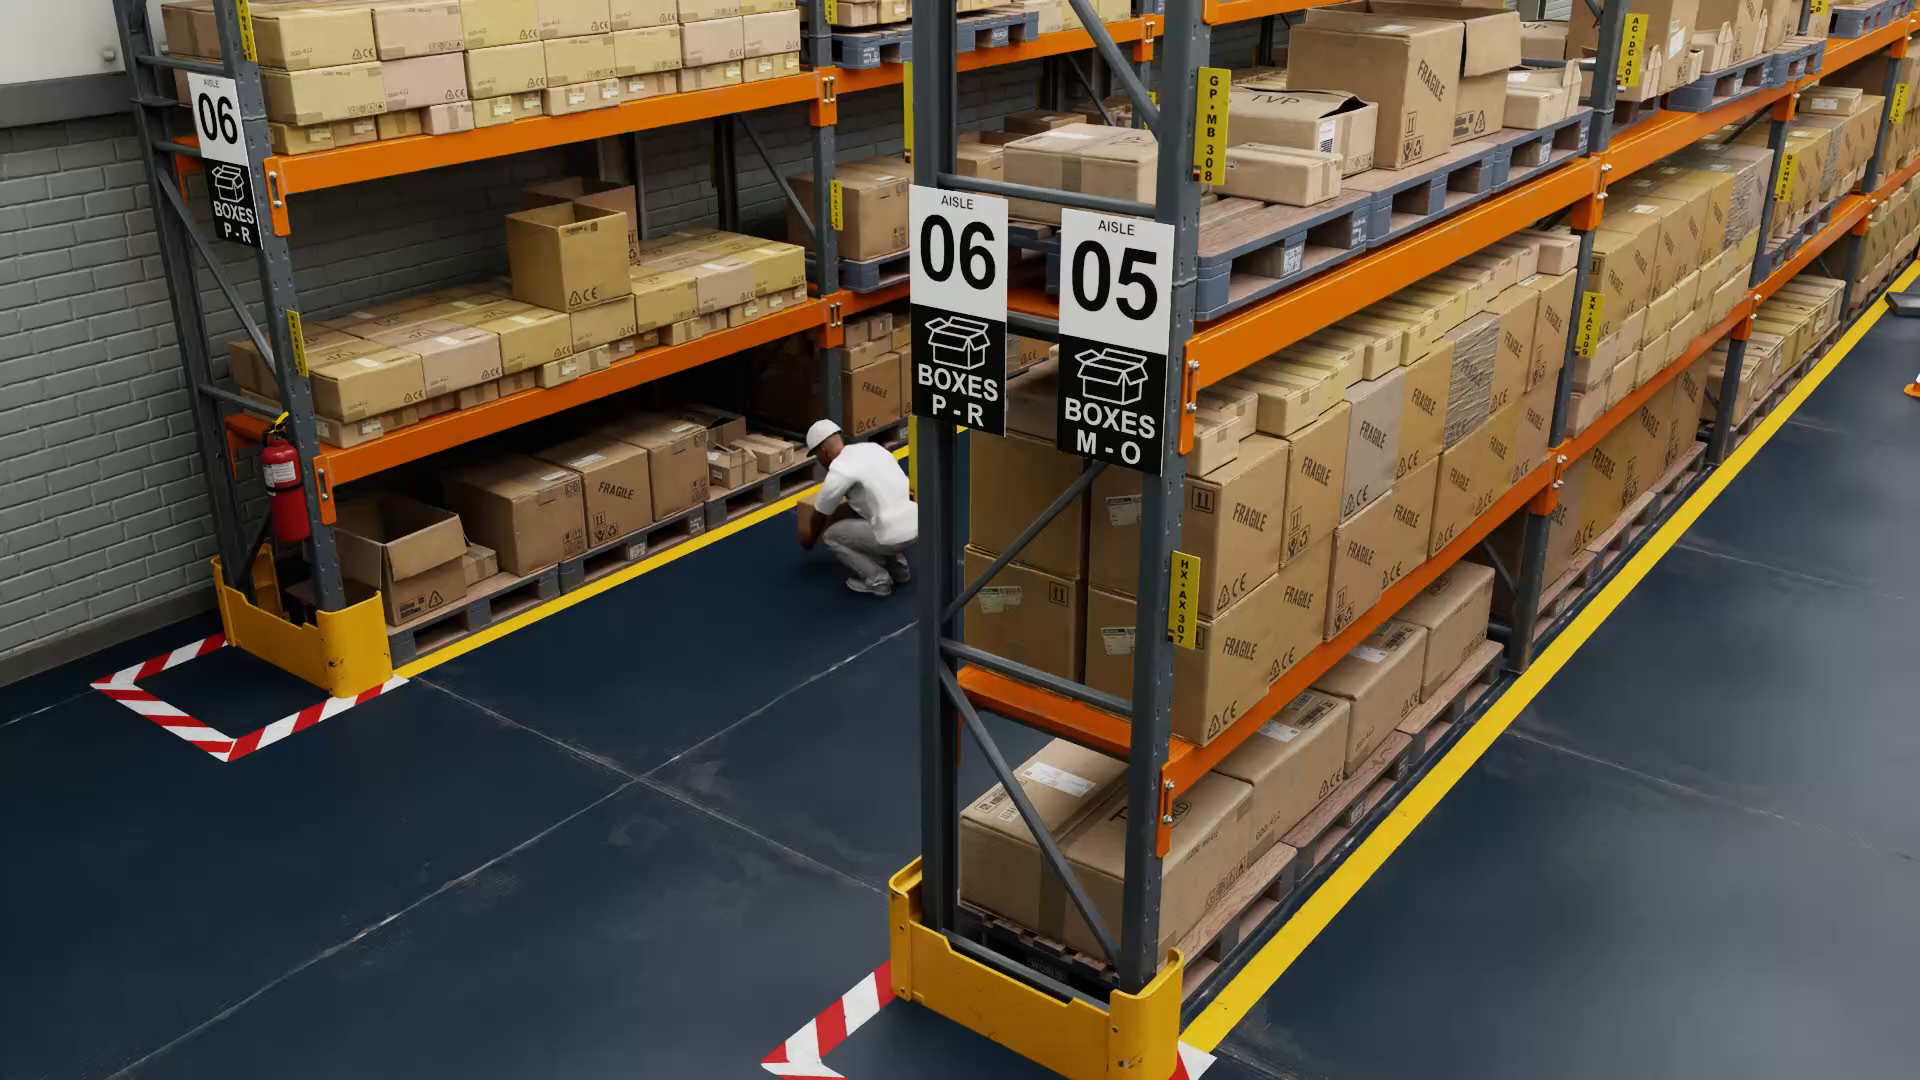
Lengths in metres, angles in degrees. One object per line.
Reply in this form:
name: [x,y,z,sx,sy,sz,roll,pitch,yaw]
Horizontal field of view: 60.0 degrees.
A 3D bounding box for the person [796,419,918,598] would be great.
person: [-0.581,-0.210,10.029,0.867,1.001,0.592,17,28,34]
